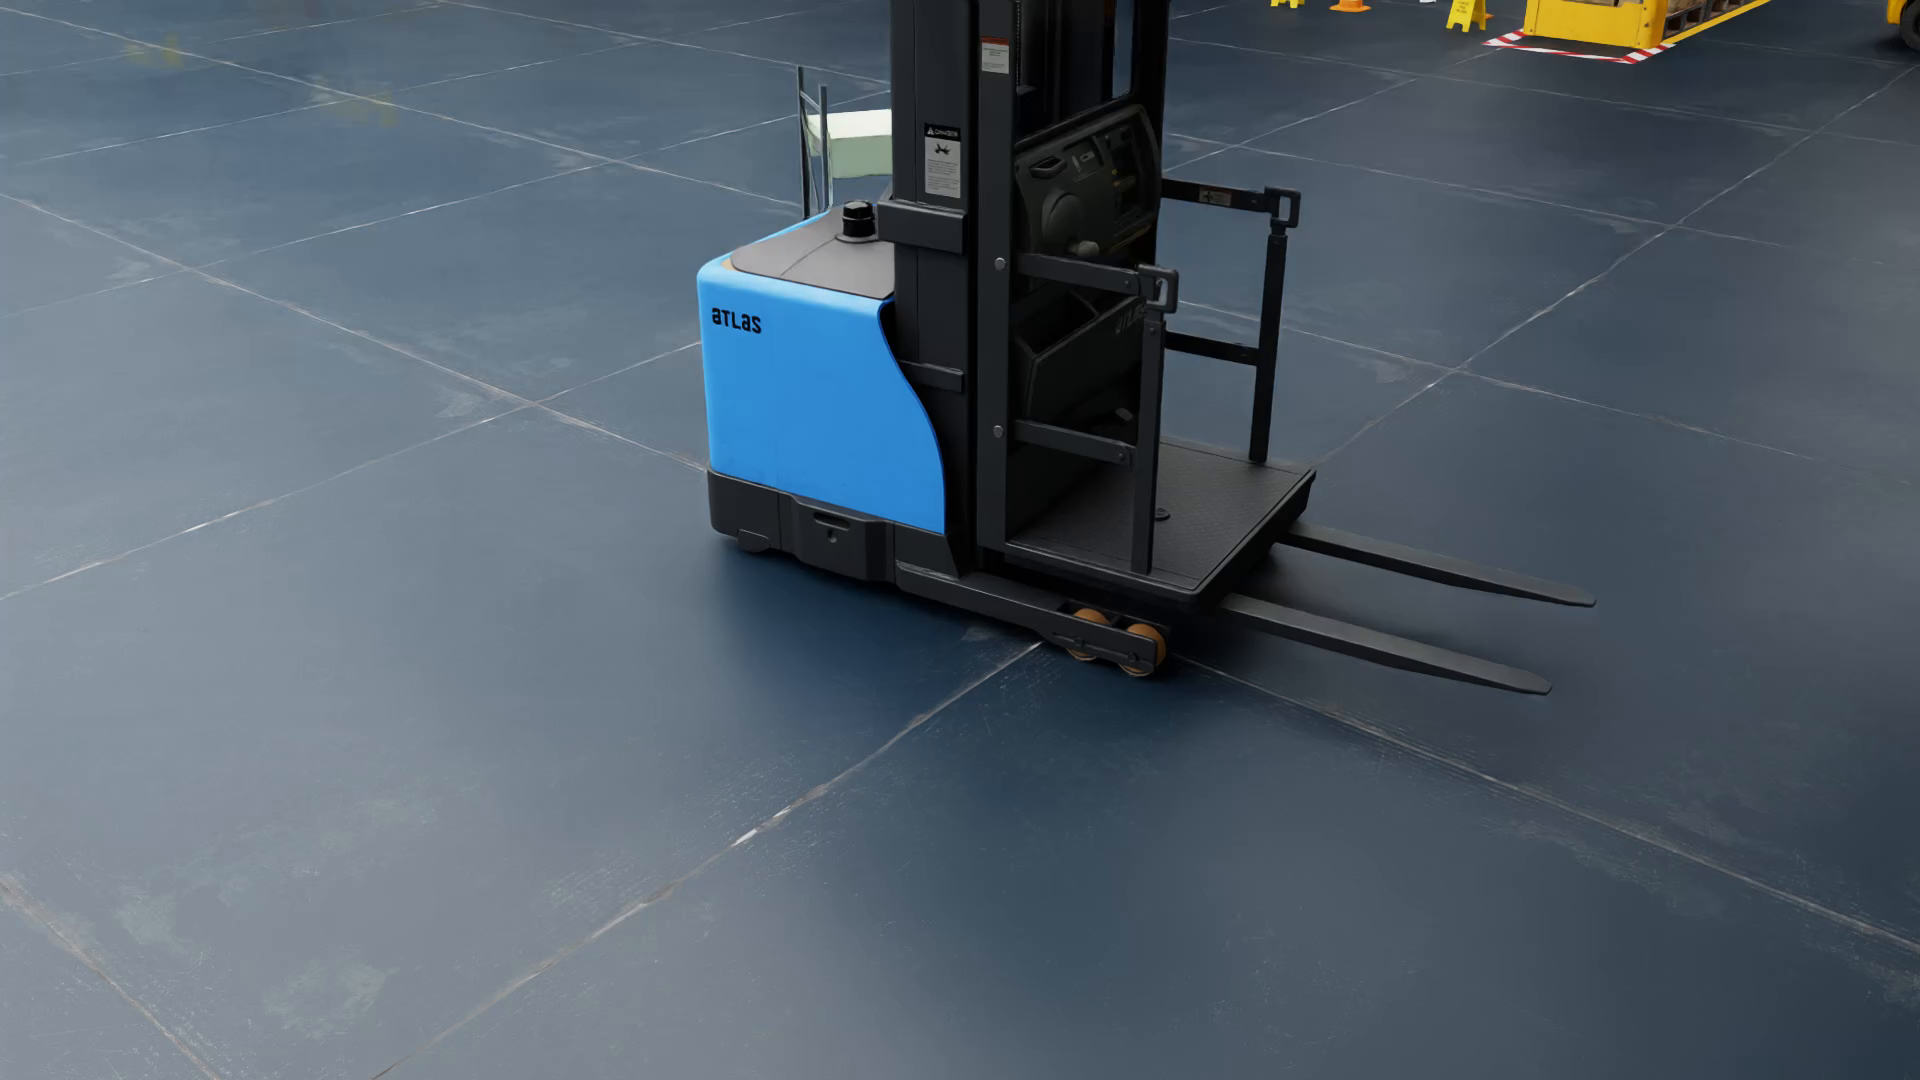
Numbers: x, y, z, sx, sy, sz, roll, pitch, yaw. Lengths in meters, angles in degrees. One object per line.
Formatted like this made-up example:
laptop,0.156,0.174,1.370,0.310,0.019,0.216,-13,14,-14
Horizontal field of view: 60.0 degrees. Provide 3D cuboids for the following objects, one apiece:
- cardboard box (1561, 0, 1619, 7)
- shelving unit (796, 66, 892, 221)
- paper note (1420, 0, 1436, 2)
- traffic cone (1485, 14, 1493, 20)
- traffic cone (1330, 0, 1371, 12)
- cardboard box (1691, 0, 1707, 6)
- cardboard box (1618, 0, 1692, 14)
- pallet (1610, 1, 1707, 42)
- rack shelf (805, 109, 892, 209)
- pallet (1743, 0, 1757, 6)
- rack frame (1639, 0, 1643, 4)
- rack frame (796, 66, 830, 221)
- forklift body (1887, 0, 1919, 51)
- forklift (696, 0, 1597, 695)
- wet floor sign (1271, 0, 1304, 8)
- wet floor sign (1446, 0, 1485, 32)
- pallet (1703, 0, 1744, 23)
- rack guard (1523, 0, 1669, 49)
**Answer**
cardboard box,5.952,-5.157,15.490,0.500,0.250,0.500,21,34,34
shelving unit,-0.235,-1.198,6.934,0.755,1.500,0.431,-9,29,-16
paper note,4.695,-5.417,16.687,0.148,0.019,0.142,9,29,17
traffic cone,4.908,-5.221,15.839,0.336,0.463,0.334,21,34,34
traffic cone,3.835,-5.425,16.233,0.336,0.463,0.334,21,34,34
cardboard box,6.687,-5.168,15.510,0.500,0.250,0.500,22,35,36
cardboard box,6.357,-4.989,15.164,0.500,0.250,0.500,20,34,34
pallet,6.222,-4.884,15.462,1.003,0.211,1.213,21,34,34
rack shelf,-0.235,-1.545,6.754,0.720,0.370,0.431,-9,29,-16
pallet,7.774,-5.750,17.134,1.003,0.211,1.213,21,34,34
rack frame,5.630,-5.818,14.233,1.000,3.000,0.127,21,34,34
rack frame,-0.582,-1.145,6.831,0.023,1.500,0.400,-9,29,-16
forklift body,9.261,-5.198,13.956,2.313,2.155,1.214,21,34,34
forklift,0.598,-1.139,5.261,3.031,2.935,1.130,15,31,27
wet floor sign,3.256,-5.595,16.362,0.267,0.644,0.232,15,31,26
wet floor sign,4.684,-5.018,15.248,0.232,0.644,0.267,-15,31,-27
pallet,6.999,-5.315,16.295,1.003,0.211,1.213,21,34,34
rack guard,5.678,-4.735,14.859,1.175,0.500,0.348,21,34,34
